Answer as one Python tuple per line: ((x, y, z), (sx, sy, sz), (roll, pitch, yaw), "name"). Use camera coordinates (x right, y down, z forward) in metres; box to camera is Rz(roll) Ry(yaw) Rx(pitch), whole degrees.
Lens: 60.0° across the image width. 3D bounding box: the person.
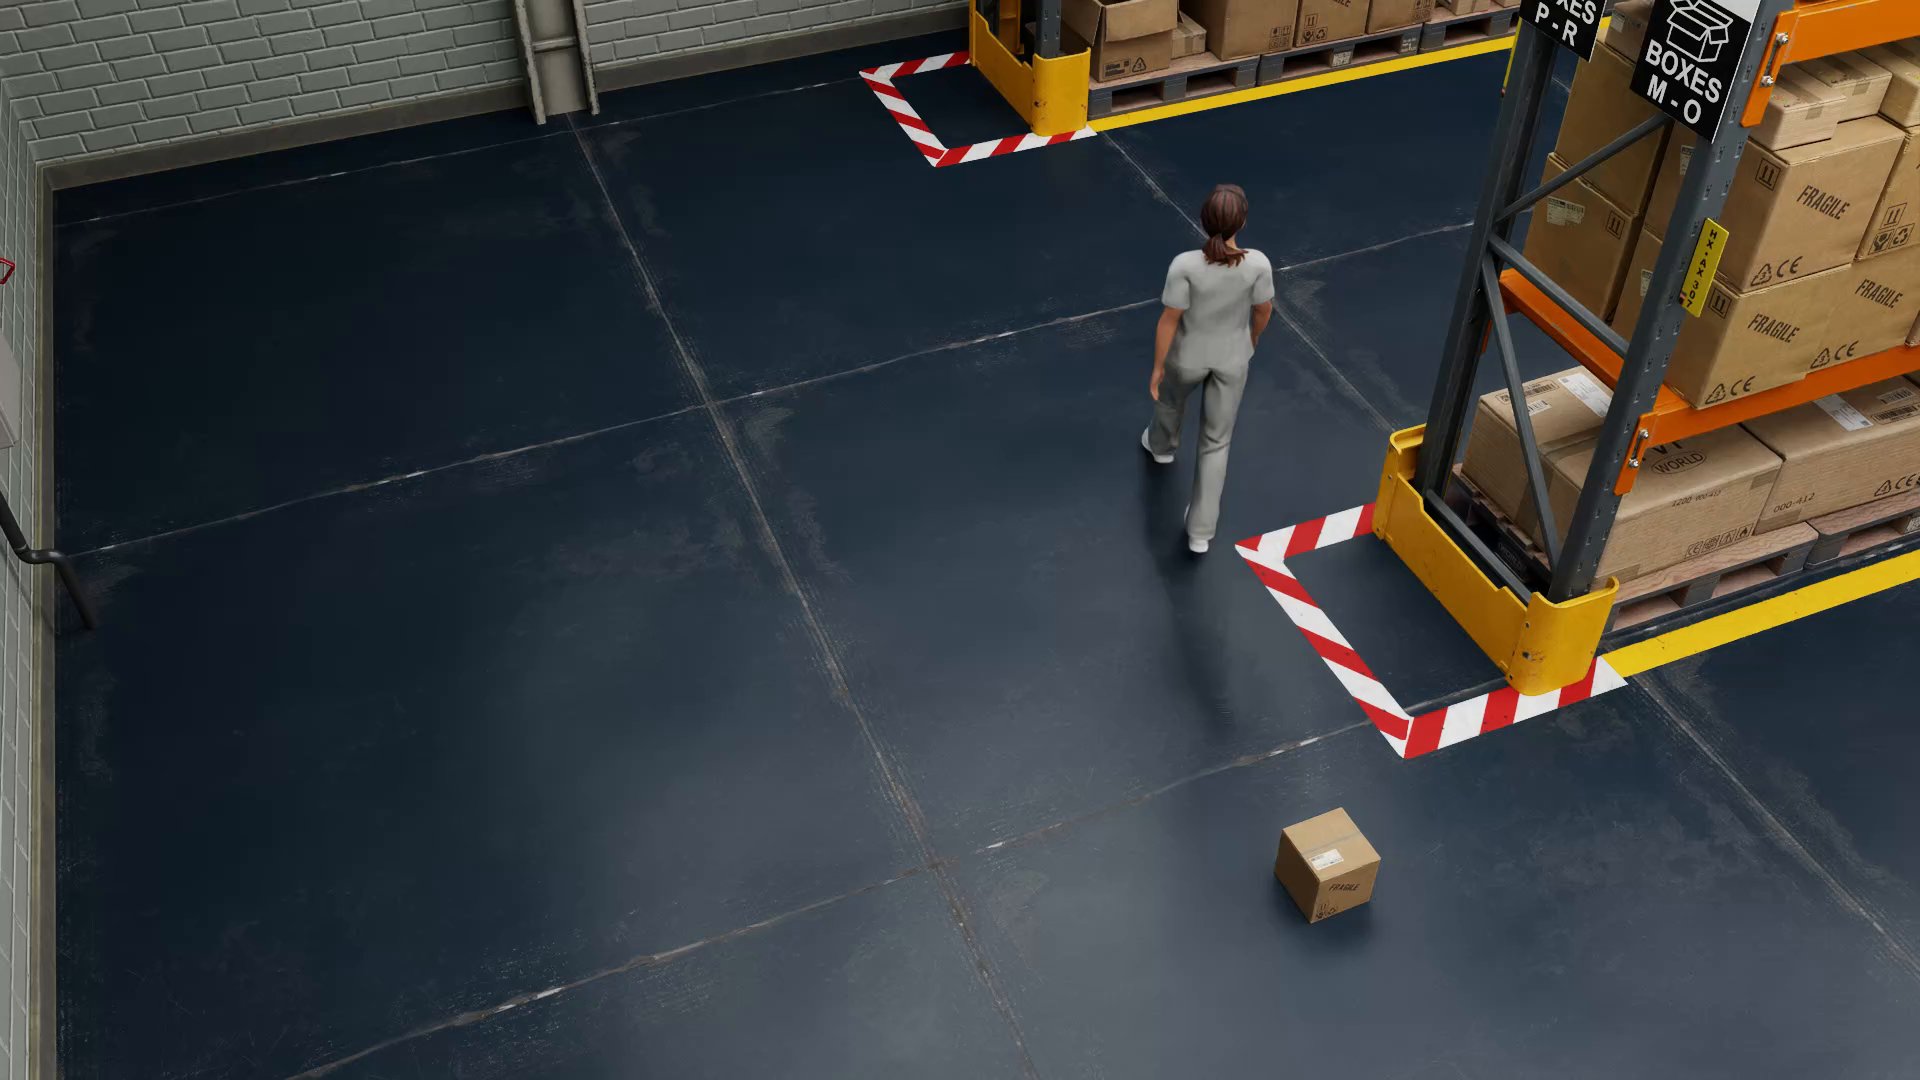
((1.050, -0.822, 7.061), (0.482, 1.647, 0.890), (3, 42, 3), "person")
